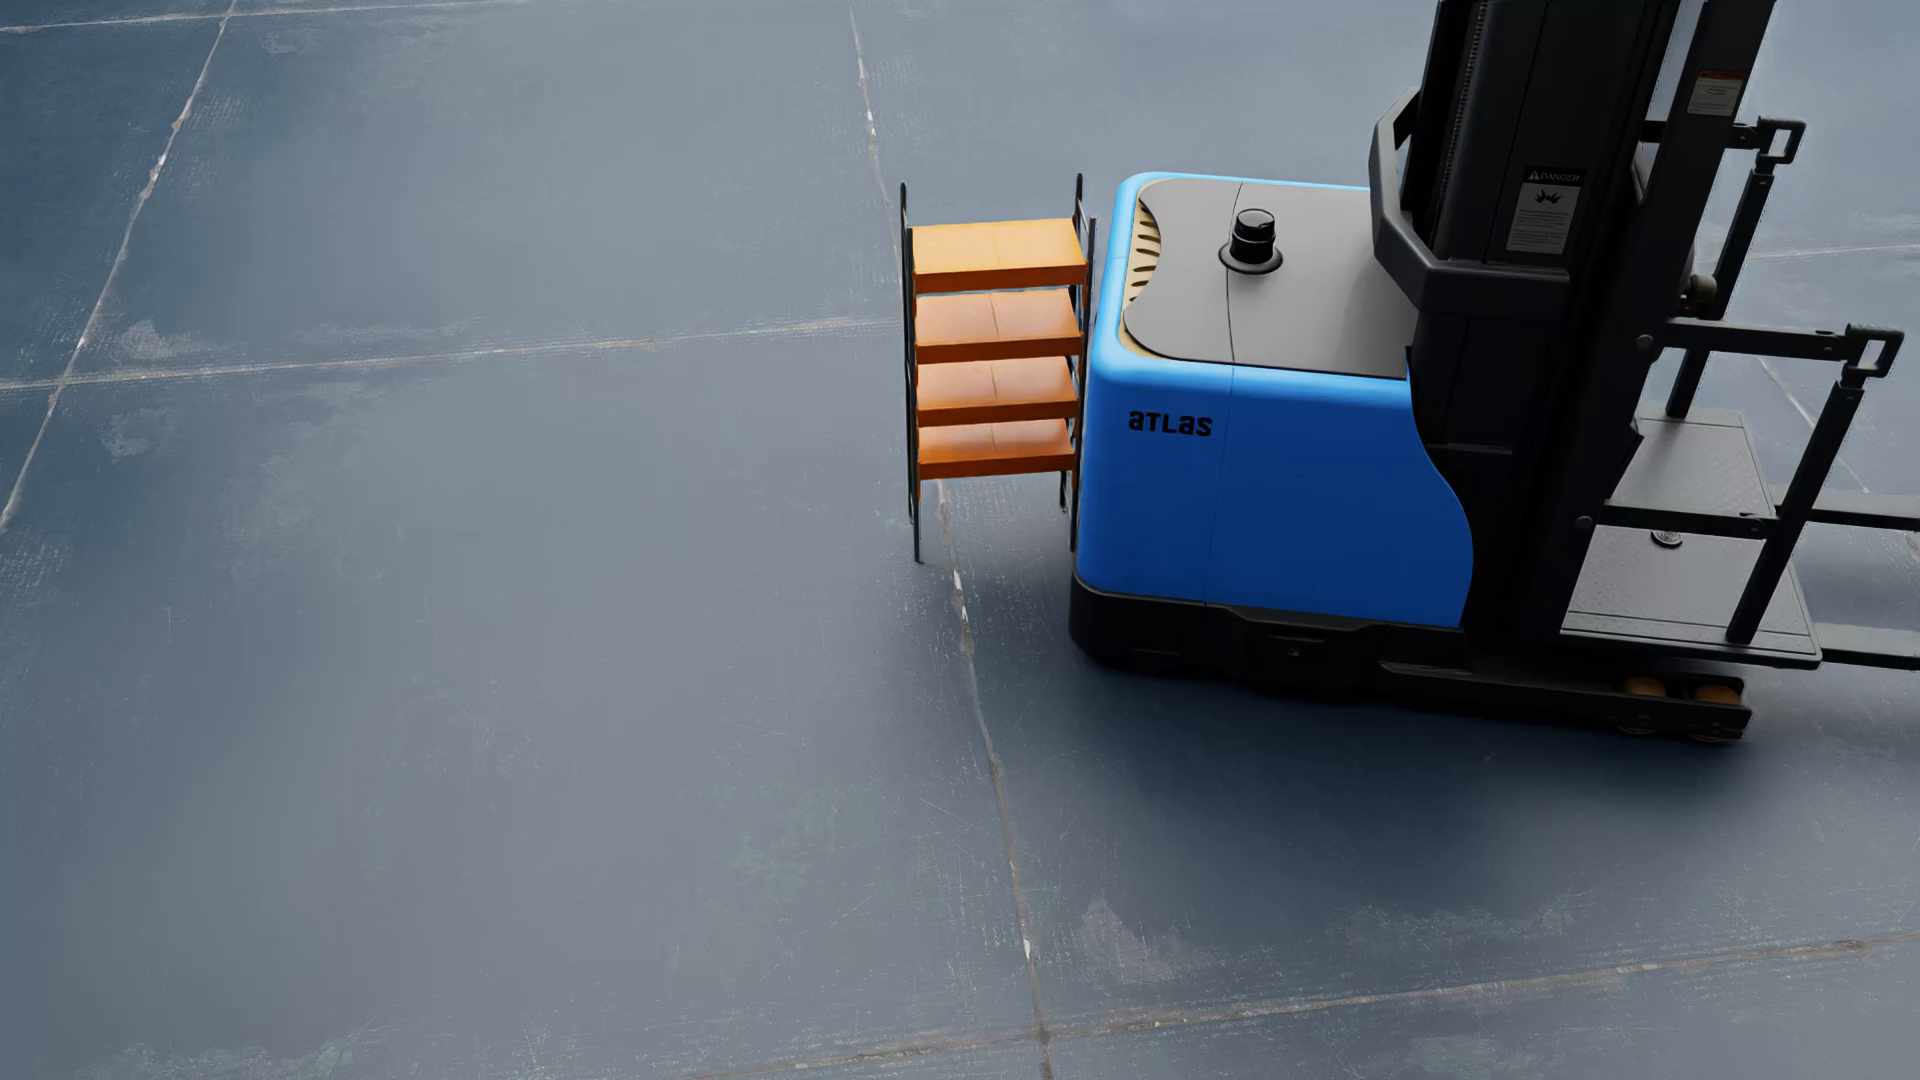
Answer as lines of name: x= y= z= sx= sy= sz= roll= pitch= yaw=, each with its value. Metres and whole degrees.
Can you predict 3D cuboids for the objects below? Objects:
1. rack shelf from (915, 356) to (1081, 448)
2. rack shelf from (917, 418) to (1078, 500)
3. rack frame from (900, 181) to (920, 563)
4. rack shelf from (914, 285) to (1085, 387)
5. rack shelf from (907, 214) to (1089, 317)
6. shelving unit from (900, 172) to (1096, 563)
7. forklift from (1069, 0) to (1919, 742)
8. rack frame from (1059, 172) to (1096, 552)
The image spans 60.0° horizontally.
rack shelf: x=0.098 y=-0.421 z=4.921 sx=0.480 sy=0.148 sz=0.258 roll=-4 pitch=42 yaw=-4
rack shelf: x=0.098 y=-0.274 z=5.054 sx=0.480 sy=0.148 sz=0.258 roll=-4 pitch=42 yaw=-4
rack frame: x=-0.145 y=-0.454 z=4.858 sx=0.015 sy=1.200 sz=0.240 roll=-4 pitch=42 yaw=-4
rack shelf: x=0.098 y=-0.587 z=4.772 sx=0.480 sy=0.148 sz=0.258 roll=-4 pitch=42 yaw=-4
rack shelf: x=0.098 y=-0.763 z=4.613 sx=0.480 sy=0.148 sz=0.258 roll=-4 pitch=42 yaw=-4
shelving unit: x=0.098 y=-0.471 z=4.876 sx=0.503 sy=1.200 sz=0.258 roll=-4 pitch=42 yaw=-4
forklift: x=1.878 y=-0.910 z=4.071 sx=3.031 sy=2.935 sz=1.130 roll=6 pitch=42 yaw=6
rack frame: x=0.341 y=-0.488 z=4.895 sx=0.015 sy=1.200 sz=0.240 roll=-4 pitch=42 yaw=-4
